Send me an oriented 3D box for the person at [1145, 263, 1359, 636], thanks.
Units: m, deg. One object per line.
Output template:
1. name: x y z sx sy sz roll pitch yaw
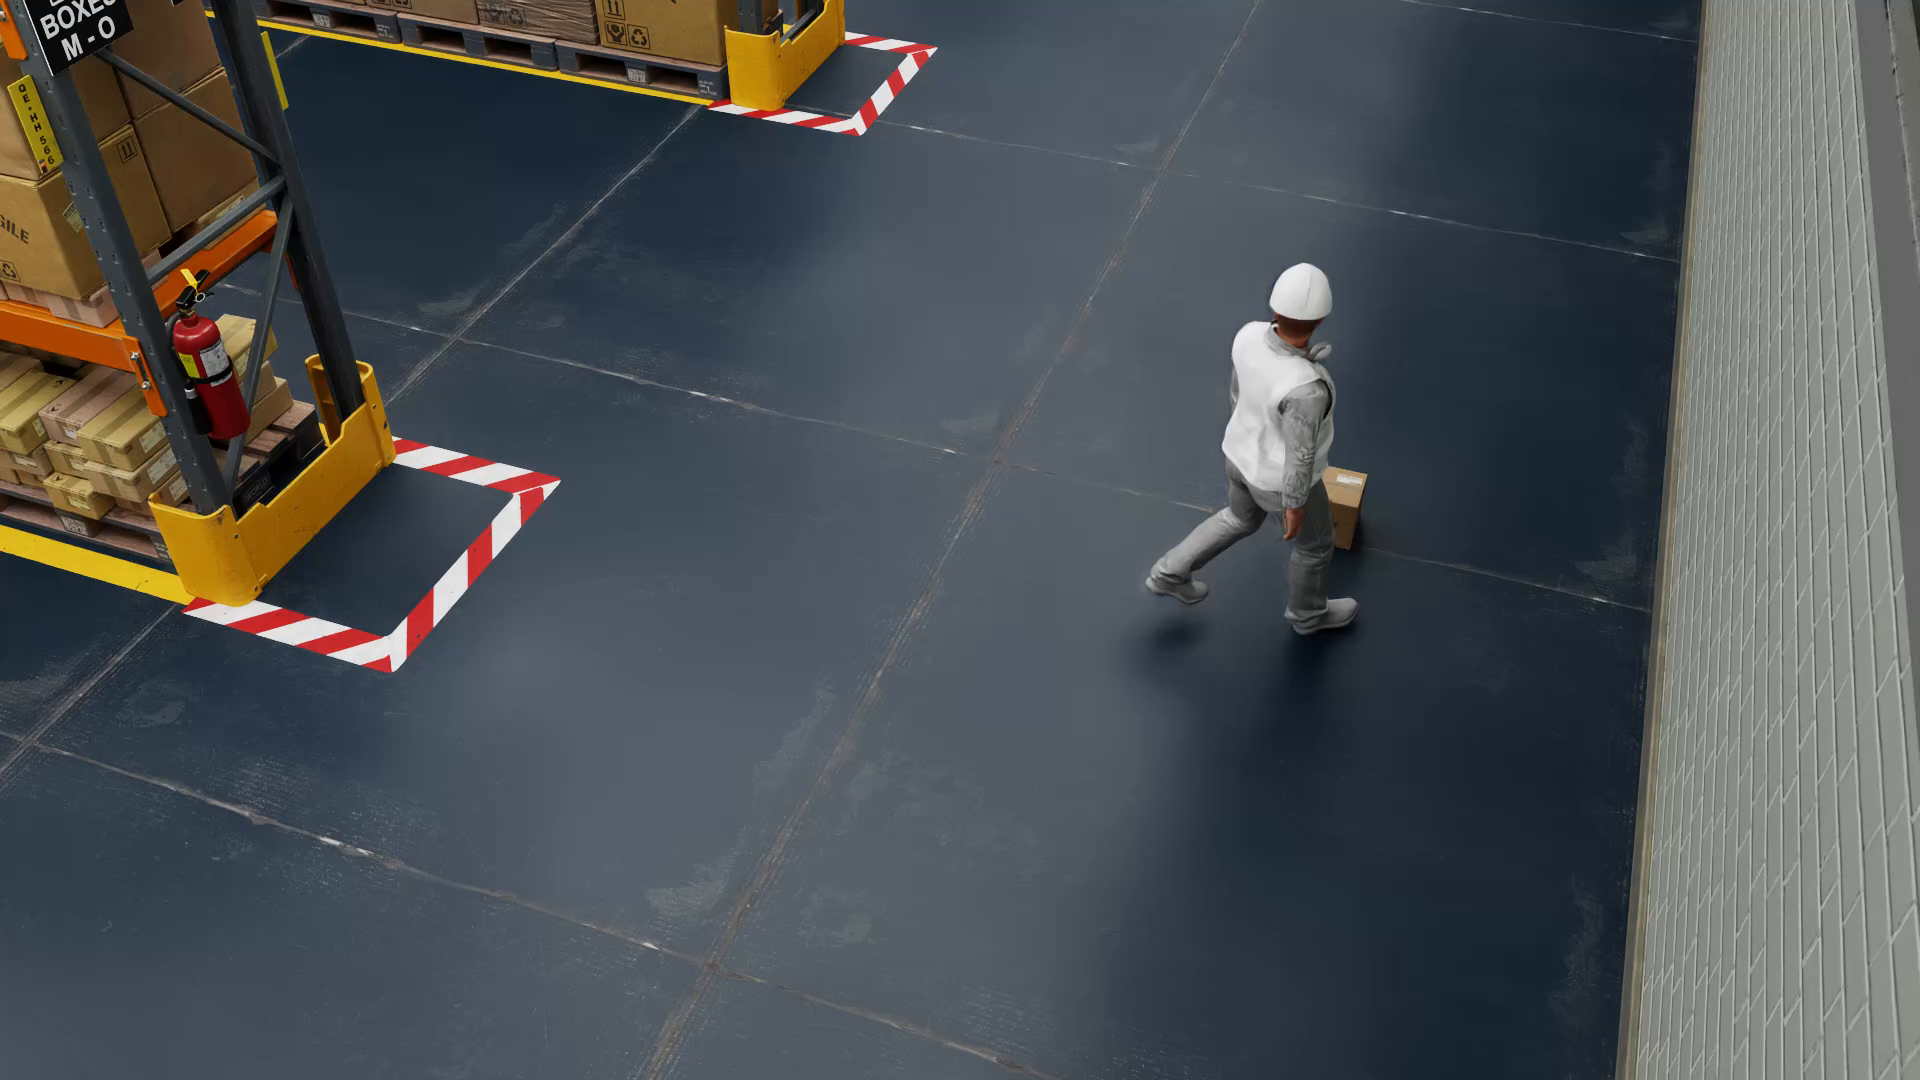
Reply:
1. person: 1.242 -0.312 6.509 0.855 1.751 0.567 -15 43 -16
